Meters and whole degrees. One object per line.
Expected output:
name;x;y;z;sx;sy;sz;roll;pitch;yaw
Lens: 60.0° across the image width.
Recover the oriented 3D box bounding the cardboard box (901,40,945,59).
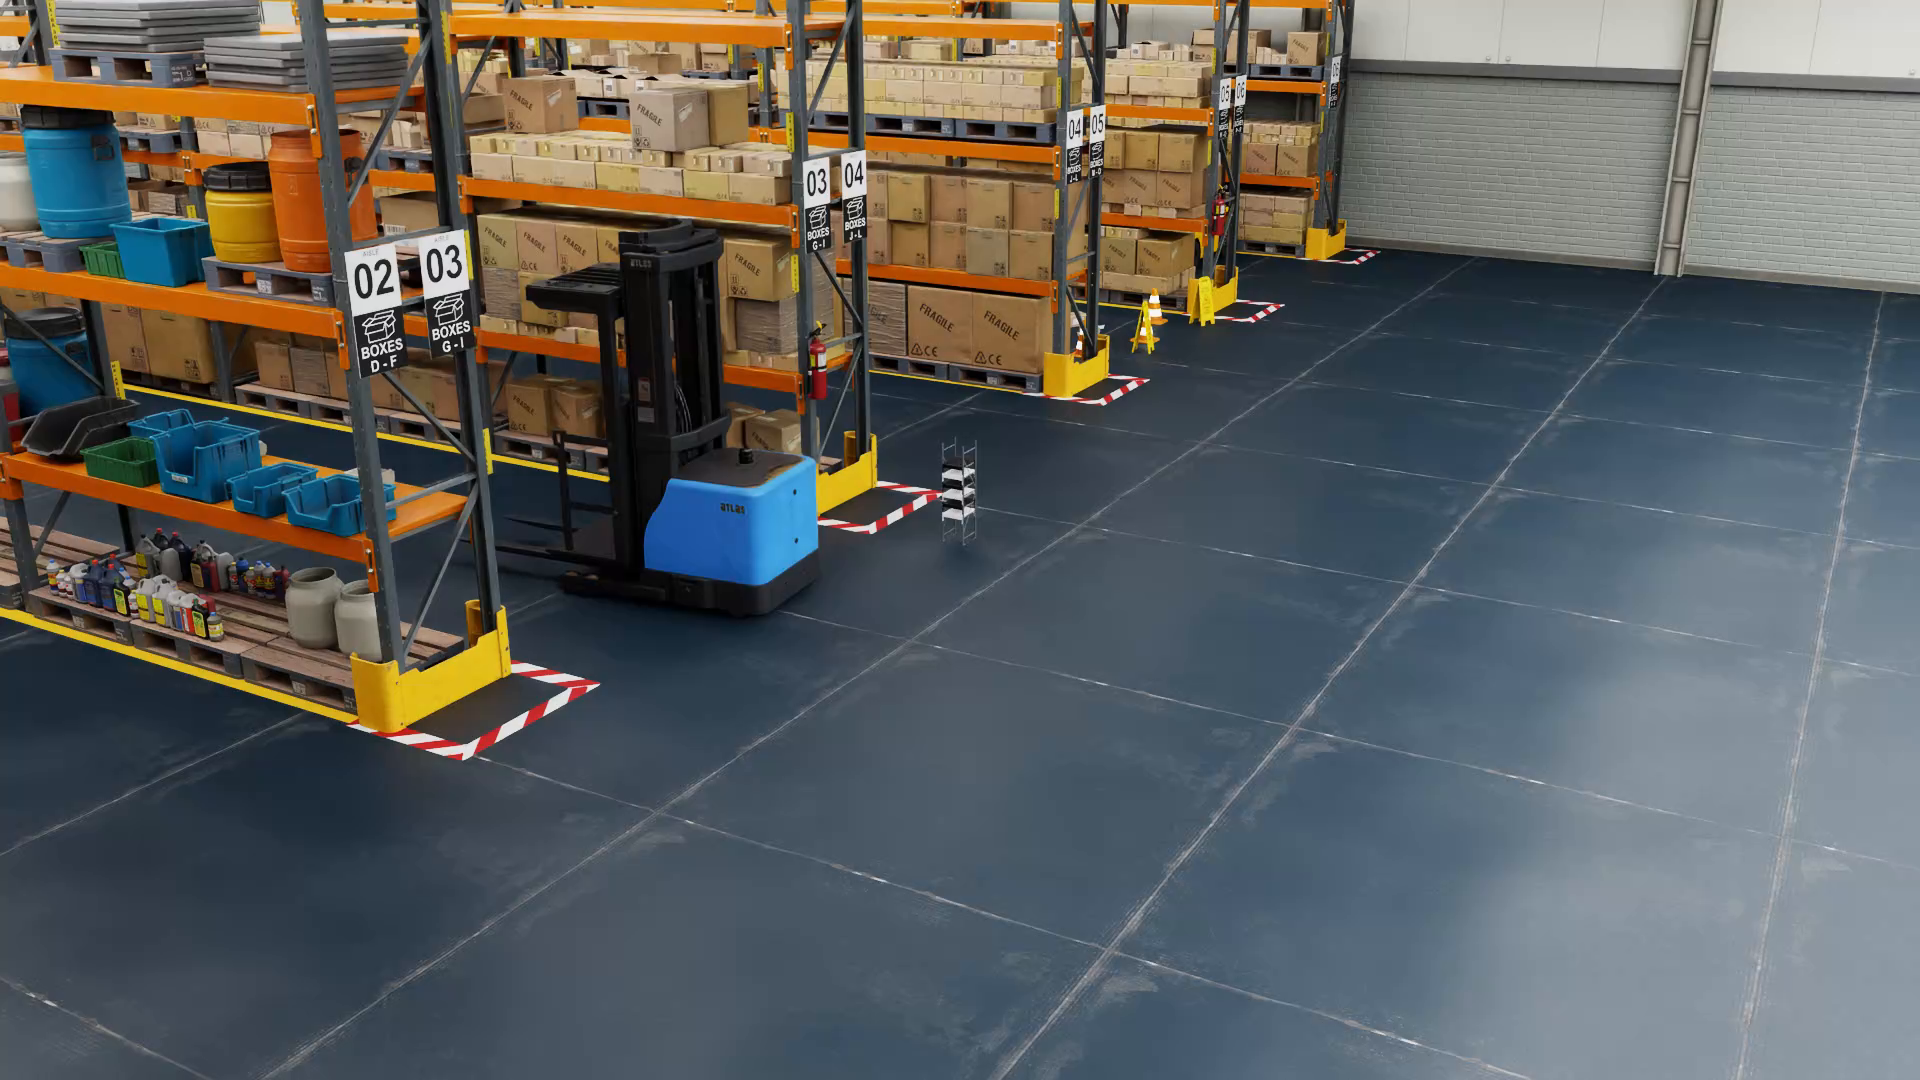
cardboard box;-0.563;-7.473;25.337;0.500;0.250;0.500;10;22;26

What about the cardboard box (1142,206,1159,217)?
cardboard box;2.764;-4.678;23.528;0.250;0.149;0.380;10;22;26

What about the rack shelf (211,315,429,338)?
rack shelf;-6.388;-2.449;18.069;4.000;0.370;1.077;11;23;27

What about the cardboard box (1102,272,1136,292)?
cardboard box;2.398;-3.787;24.120;0.500;0.250;0.500;11;23;27

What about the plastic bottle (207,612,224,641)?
plastic bottle;-5.382;0.619;12.015;0.097;0.201;0.097;0;20;0

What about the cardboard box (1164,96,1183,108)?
cardboard box;3.002;-6.039;22.881;0.250;0.149;0.380;11;23;28

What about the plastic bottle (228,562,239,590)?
plastic bottle;-5.648;0.276;12.963;0.097;0.201;0.097;0;20;0

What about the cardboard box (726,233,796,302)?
cardboard box;-1.750;-2.464;15.007;0.500;0.500;0.500;11;23;27

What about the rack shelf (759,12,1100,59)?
rack shelf;-0.388;-5.875;19.305;4.000;0.370;1.077;11;23;27

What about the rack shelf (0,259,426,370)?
rack shelf;-5.311;-1.719;11.659;4.000;0.370;1.077;11;23;27

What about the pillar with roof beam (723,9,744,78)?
pillar with roof beam;-6.643;-10.136;29.408;0.400;9.000;9.100;11;23;27

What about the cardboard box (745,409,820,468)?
cardboard box;-1.686;-0.920;15.850;0.500;0.500;0.500;16;25;37

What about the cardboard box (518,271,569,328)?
cardboard box;-3.860;-2.454;16.447;0.500;0.500;0.875;11;23;27

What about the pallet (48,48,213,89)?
pallet;-5.255;-3.192;11.129;1.213;0.211;1.003;11;23;27

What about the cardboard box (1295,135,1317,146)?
cardboard box;5.662;-6.544;27.206;0.250;0.149;0.380;11;23;28

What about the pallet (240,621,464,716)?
pallet;-4.361;0.861;11.979;1.213;0.211;1.003;11;23;27

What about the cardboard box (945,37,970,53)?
cardboard box;0.120;-9.002;29.773;0.500;0.500;0.700;10;22;26

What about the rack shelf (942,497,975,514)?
rack shelf;-0.007;-0.308;14.555;0.200;0.077;0.258;11;23;27

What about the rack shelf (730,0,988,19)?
rack shelf;-1.555;-8.031;25.247;4.000;0.370;1.077;11;23;27

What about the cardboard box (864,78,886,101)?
cardboard box;-0.962;-5.306;19.514;0.500;0.250;0.500;11;22;27

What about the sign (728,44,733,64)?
sign;-3.578;-7.596;25.932;0.005;0.325;0.100;11;23;27

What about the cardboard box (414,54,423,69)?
cardboard box;-7.239;-6.594;22.774;0.258;0.266;0.396;11;23;27

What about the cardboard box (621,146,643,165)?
cardboard box;-2.893;-3.547;15.279;0.250;0.149;0.380;10;22;25

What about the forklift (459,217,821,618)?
forklift;-2.710;-1.083;13.350;3.031;2.935;1.130;8;21;21

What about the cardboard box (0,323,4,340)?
cardboard box;-12.163;-3.117;21.356;0.875;0.875;0.875;11;23;27

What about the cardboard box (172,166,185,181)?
cardboard box;-11.874;-5.858;25.830;0.500;0.500;0.500;11;23;27

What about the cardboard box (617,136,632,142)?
cardboard box;-3.064;-3.796;15.964;0.250;0.149;0.380;12;23;30

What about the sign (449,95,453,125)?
sign;-4.909;-4.127;15.906;0.005;0.325;0.100;11;23;27

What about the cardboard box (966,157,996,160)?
cardboard box;0.470;-5.924;24.545;0.500;0.500;0.700;11;22;27

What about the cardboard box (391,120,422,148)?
cardboard box;-5.511;-4.125;16.818;0.258;0.266;0.396;12;23;29

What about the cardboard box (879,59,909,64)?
cardboard box;-0.775;-5.691;19.991;0.250;0.149;0.380;11;23;27

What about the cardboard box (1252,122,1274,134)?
cardboard box;5.032;-6.837;27.578;0.250;0.149;0.380;11;23;28

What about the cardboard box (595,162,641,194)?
cardboard box;-3.016;-3.385;15.417;0.500;0.250;0.500;10;22;26

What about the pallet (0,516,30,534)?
pallet;-8.831;0.010;14.327;1.213;0.211;1.003;11;23;27

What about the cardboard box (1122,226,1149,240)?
cardboard box;2.504;-4.398;23.754;0.250;0.149;0.380;12;23;29

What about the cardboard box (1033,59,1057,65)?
cardboard box;1.232;-6.763;23.707;0.250;0.149;0.380;10;22;26

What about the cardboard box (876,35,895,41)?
cardboard box;-1.328;-9.184;30.382;0.250;0.149;0.380;12;23;29

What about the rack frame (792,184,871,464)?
rack frame;-1.149;-1.789;15.196;0.127;3.000;1.000;11;23;27

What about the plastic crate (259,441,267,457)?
plastic crate;-5.516;-0.661;12.473;0.437;0.136;0.530;11;23;27

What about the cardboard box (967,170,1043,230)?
cardboard box;0.527;-3.964;19.389;0.550;0.550;0.875;11;23;27

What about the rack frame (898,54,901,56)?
rack frame;-0.883;-7.548;31.072;0.127;3.000;1.000;11;23;27

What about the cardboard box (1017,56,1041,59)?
cardboard box;1.023;-6.993;24.343;0.250;0.149;0.380;11;23;29

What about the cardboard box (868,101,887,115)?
cardboard box;-0.870;-5.077;19.468;0.250;0.149;0.380;11;23;27

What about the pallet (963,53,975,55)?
pallet;-0.247;-8.783;30.355;1.003;0.211;1.213;12;23;30

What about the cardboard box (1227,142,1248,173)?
cardboard box;4.647;-6.442;27.877;0.500;0.500;0.500;10;22;26

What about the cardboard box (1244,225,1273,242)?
cardboard box;5.107;-5.192;27.993;0.500;0.250;0.500;11;23;27

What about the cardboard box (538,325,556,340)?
cardboard box;-3.934;-2.093;16.403;0.250;0.149;0.380;11;23;27

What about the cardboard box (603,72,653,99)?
cardboard box;-4.216;-5.837;21.325;0.500;0.311;0.500;10;22;26

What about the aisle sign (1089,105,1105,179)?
aisle sign;1.566;-4.548;18.990;0.004;0.787;0.394;11;23;27

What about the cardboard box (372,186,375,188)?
cardboard box;-8.319;-5.133;23.730;0.250;0.149;0.380;10;22;25

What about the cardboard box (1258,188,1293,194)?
cardboard box;5.336;-5.811;28.233;0.500;0.250;0.500;11;23;27

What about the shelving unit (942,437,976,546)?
shelving unit;-0.007;-0.424;14.513;0.210;0.900;0.258;11;23;27

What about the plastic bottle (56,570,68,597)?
plastic bottle;-6.904;0.329;12.814;0.097;0.201;0.097;0;20;0

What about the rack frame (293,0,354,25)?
rack frame;-9.119;-8.065;23.698;0.127;3.000;1.000;11;23;27

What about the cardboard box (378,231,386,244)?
cardboard box;-6.200;-2.961;17.659;0.637;0.503;0.797;13;24;33

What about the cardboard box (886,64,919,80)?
cardboard box;-0.654;-5.411;19.217;0.250;0.149;0.380;11;23;27
